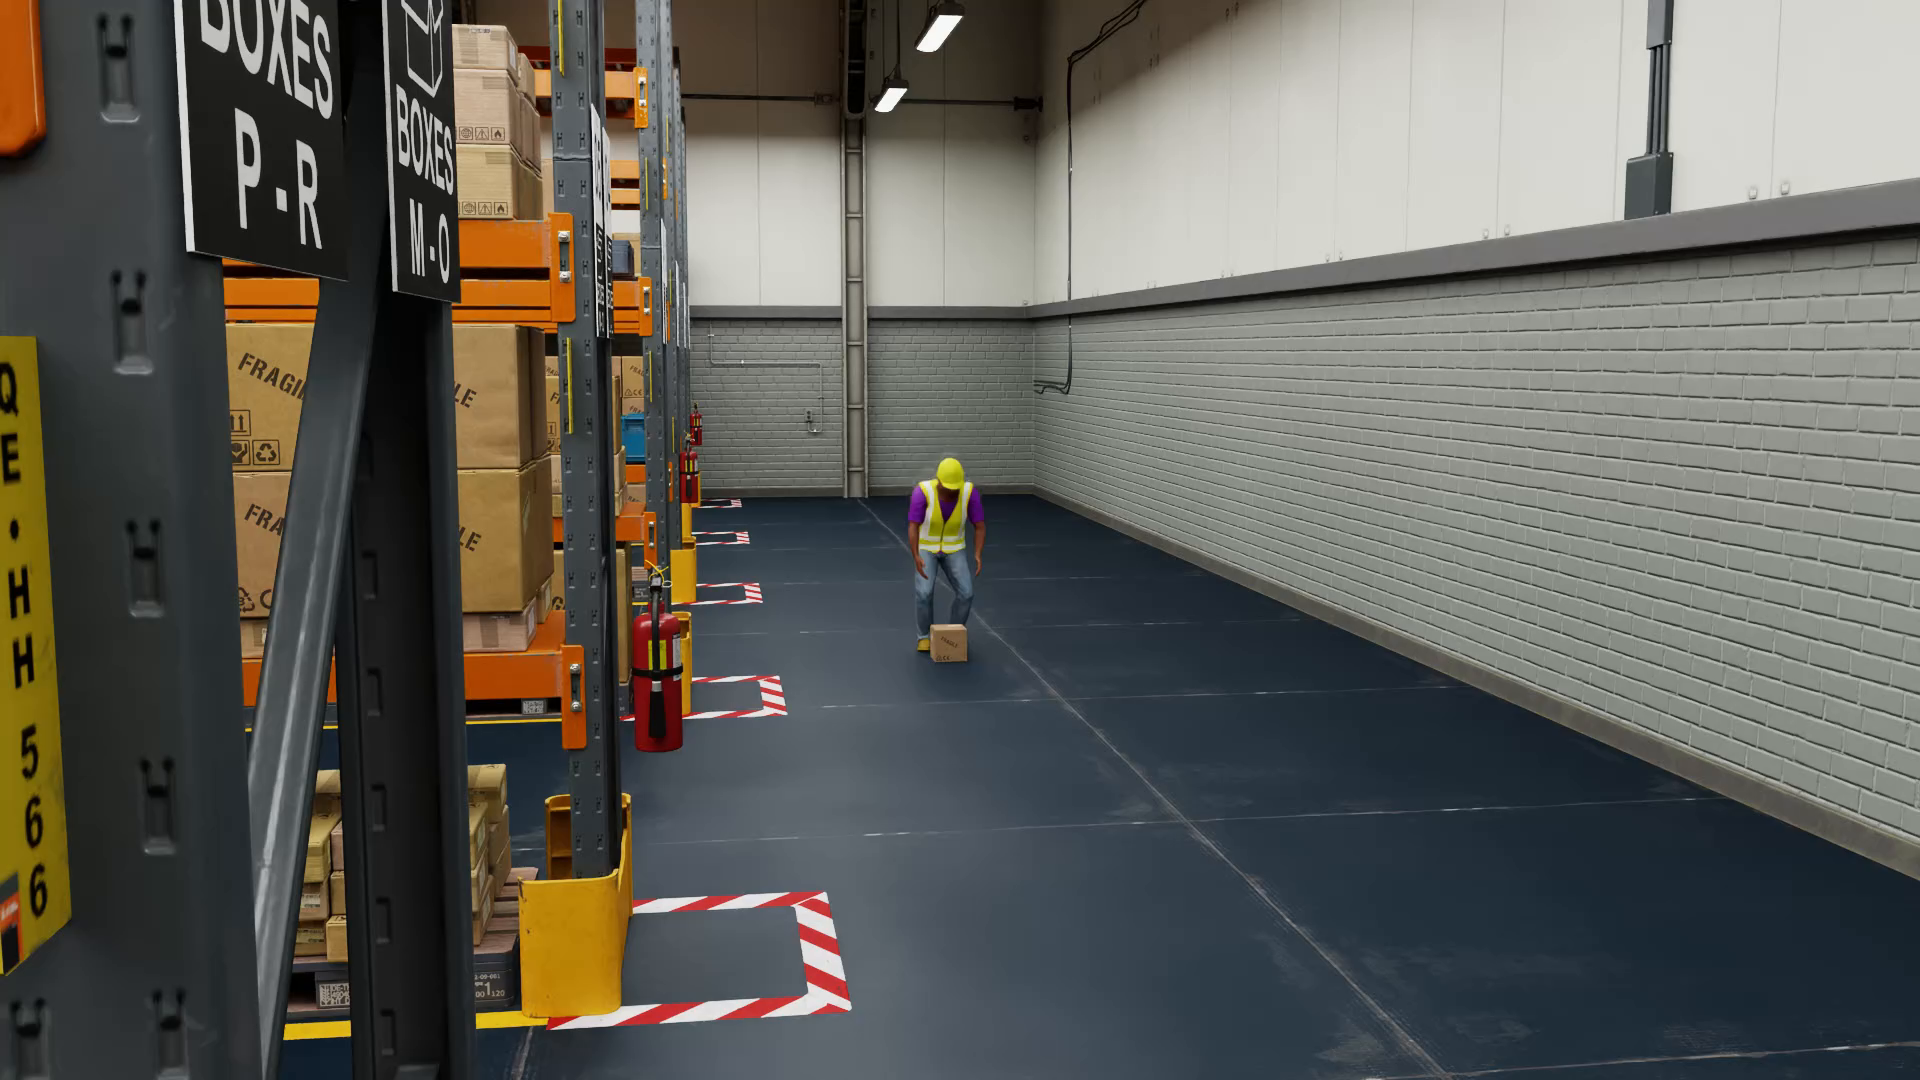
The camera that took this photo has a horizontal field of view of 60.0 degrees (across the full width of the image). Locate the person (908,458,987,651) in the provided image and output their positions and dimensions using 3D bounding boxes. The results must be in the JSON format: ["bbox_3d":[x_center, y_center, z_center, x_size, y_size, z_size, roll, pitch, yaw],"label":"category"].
[{"bbox_3d":[-0.108,0.106,13.173,0.625,1.544,0.666,-1,7,-8],"label":"person"}]
